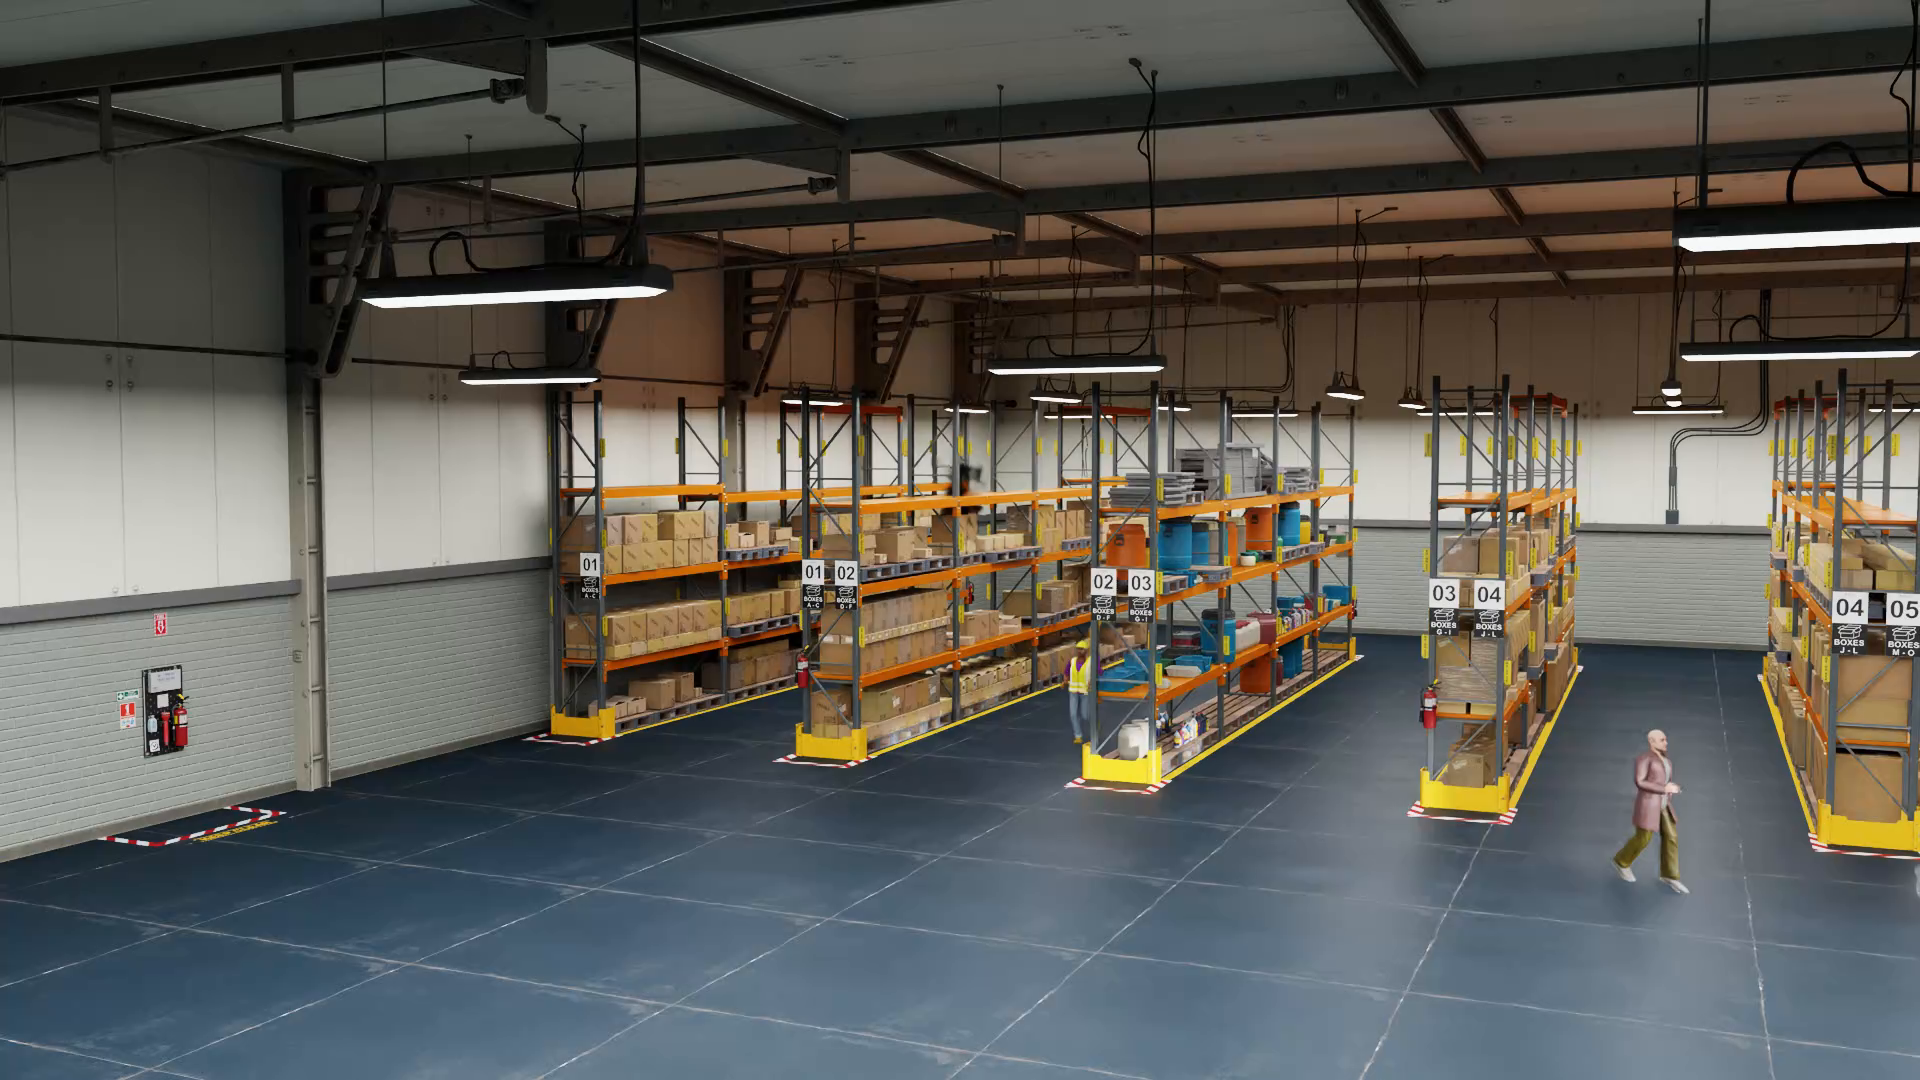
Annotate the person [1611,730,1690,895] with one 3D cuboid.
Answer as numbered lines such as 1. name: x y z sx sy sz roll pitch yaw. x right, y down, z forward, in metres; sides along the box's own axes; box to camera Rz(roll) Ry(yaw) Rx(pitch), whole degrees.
1. person: 7.876 3.063 18.945 0.736 1.834 0.903 -2 4 -35

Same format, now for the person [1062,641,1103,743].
1. person: 2.059 2.571 28.128 0.698 1.715 0.610 1 3 24
